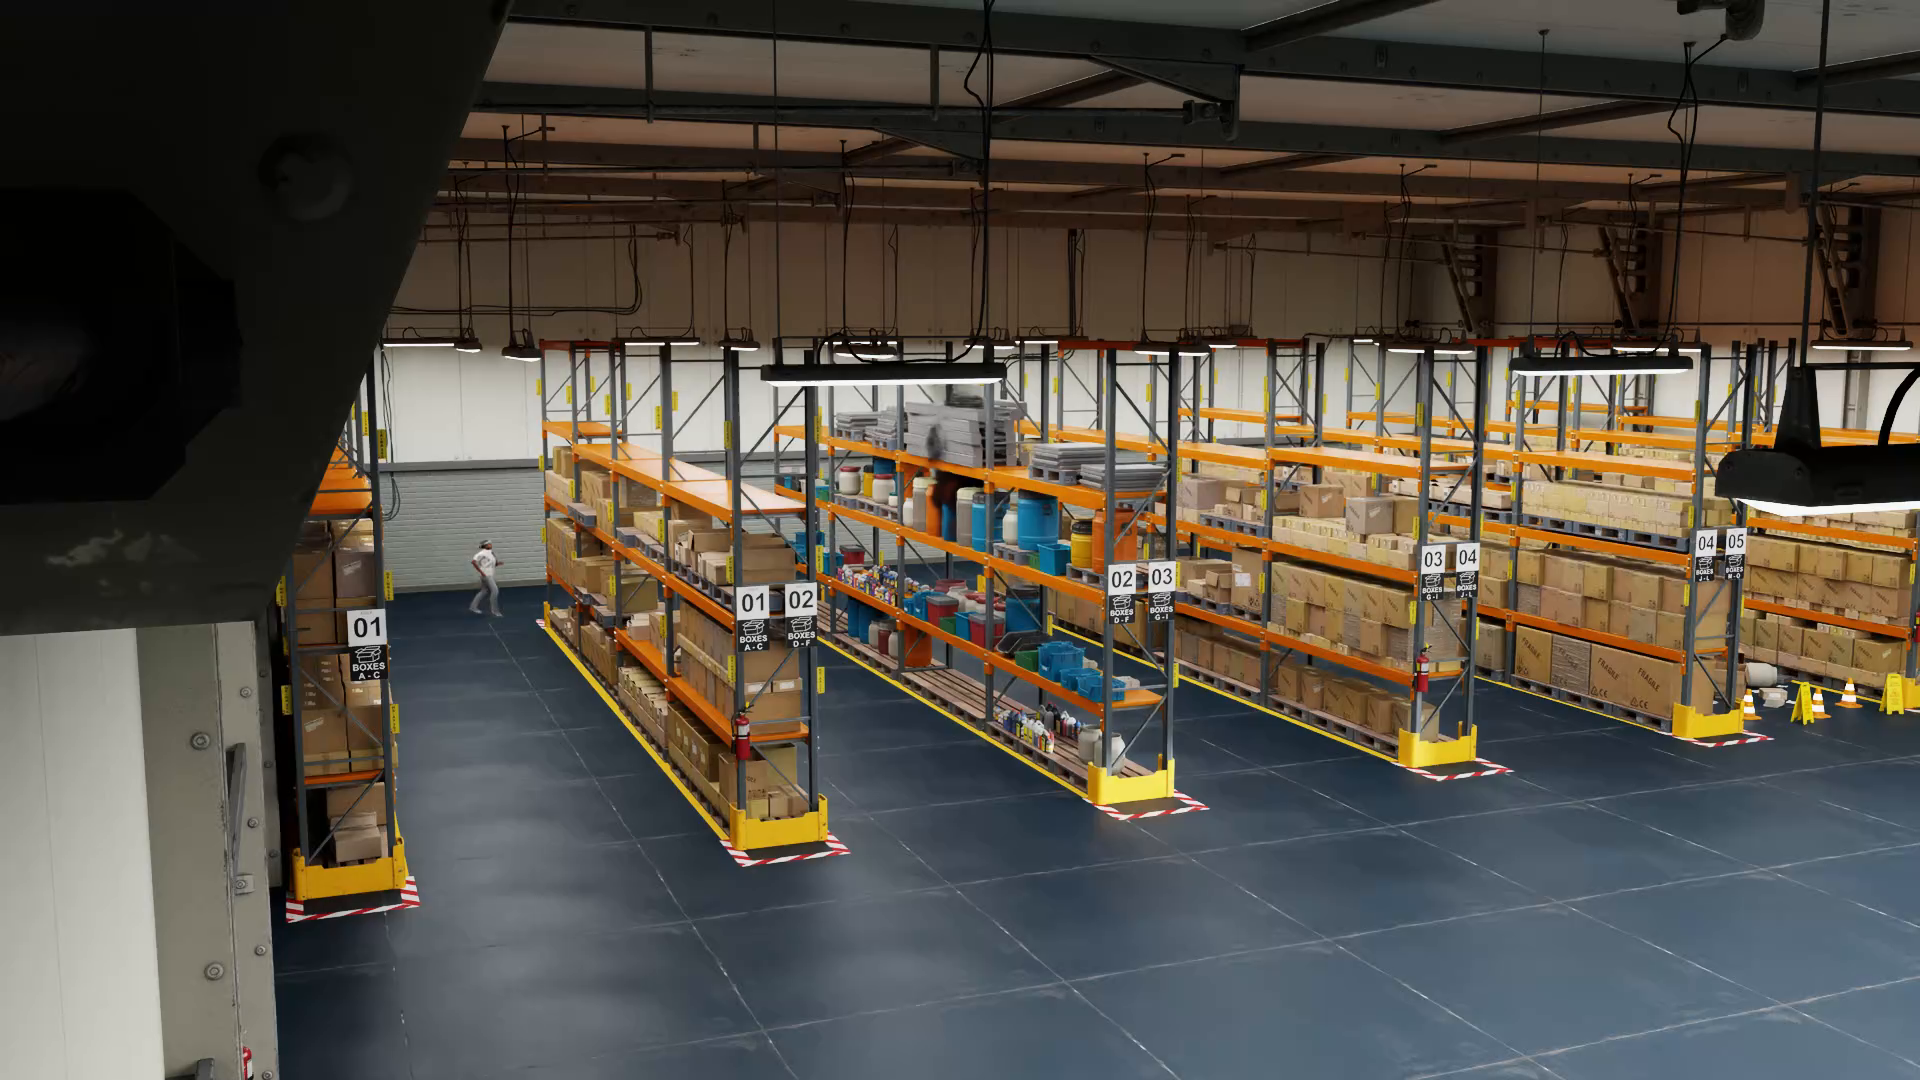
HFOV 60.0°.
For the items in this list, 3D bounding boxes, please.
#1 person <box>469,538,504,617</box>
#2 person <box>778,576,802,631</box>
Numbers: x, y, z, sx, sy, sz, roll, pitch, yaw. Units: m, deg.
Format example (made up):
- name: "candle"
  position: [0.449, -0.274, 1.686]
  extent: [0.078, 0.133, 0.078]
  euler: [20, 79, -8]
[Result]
- name: "person"
  position: [-10.272, 0.819, 36.019]
  extent: [0.785, 1.759, 0.561]
  euler: [0, 7, -4]
- name: "person"
  position: [-3.358, 1.295, 32.174]
  extent: [0.687, 1.670, 0.775]
  euler: [-2, 8, -16]
